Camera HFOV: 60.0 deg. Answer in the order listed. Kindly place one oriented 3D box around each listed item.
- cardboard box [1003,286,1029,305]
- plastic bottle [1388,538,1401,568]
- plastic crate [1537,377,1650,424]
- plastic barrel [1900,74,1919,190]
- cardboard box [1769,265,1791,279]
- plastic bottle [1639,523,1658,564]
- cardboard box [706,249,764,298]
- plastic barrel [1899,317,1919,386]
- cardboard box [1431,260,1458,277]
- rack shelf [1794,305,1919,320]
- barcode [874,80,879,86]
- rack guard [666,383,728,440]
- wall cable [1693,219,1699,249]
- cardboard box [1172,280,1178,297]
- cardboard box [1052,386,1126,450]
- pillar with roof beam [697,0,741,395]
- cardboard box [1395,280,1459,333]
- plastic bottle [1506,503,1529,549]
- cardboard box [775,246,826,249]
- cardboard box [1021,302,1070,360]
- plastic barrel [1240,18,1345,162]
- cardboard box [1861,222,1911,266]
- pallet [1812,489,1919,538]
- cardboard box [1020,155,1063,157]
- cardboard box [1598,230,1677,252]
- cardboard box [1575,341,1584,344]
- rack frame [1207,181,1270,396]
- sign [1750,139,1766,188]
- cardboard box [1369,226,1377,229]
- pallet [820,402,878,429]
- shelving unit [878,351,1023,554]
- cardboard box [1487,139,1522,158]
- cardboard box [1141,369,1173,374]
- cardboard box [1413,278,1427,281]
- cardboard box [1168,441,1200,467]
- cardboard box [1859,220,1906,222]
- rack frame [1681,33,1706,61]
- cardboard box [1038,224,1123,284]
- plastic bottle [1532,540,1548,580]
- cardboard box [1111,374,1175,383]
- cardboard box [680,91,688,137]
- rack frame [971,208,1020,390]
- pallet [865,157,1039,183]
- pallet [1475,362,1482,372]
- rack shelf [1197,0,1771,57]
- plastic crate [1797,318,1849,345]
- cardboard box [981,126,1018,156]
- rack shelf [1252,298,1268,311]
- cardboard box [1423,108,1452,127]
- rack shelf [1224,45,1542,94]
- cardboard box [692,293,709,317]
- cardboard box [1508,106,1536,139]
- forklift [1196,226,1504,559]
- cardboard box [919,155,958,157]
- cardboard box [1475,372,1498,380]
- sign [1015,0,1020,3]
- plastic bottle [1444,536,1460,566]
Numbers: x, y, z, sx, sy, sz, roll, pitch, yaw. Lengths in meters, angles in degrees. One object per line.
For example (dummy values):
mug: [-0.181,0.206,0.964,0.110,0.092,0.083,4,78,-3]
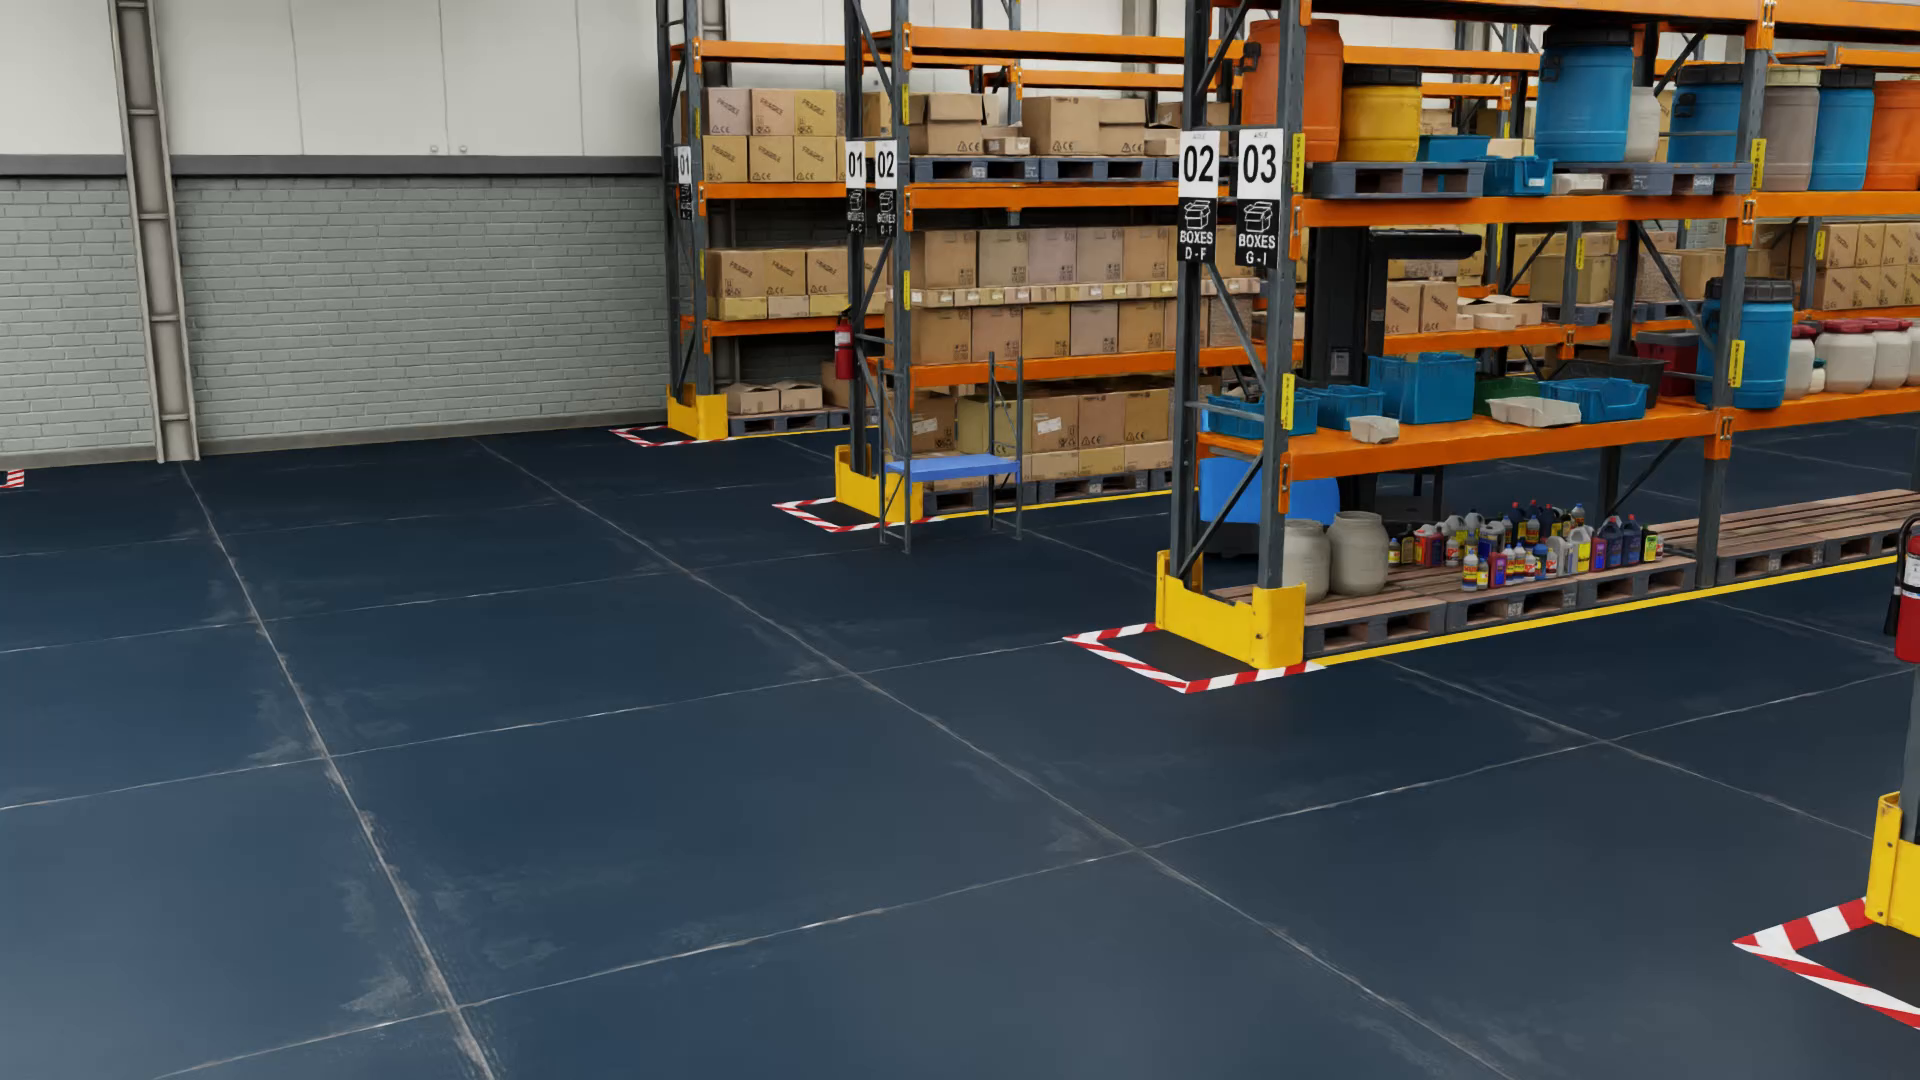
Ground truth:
cardboard box: [0.414,-2.185,14.781,0.250,0.149,0.380,-7,14,-29]
plastic bottle: [3.065,0.088,11.756,0.097,0.201,0.097,0,13,0]
plastic crate: [4.333,-0.964,11.399,0.616,0.251,0.499,-7,14,-28]
plastic barrel: [7.860,-3.289,13.420,0.600,0.901,0.600,0,13,0]
cardboard box: [10.142,-3.153,20.558,0.500,0.500,0.500,-7,14,-27]
plastic bottle: [4.910,0.019,11.876,0.133,0.283,0.061,-6,14,-25]
cardboard box: [-2.520,-2.988,18.644,0.500,0.500,0.500,-7,14,-28]
plastic barrel: [7.515,-1.487,13.130,0.421,0.512,0.421,0,13,0]
cardboard box: [6.722,-4.007,23.632,0.500,0.500,0.500,-7,14,-27]
rack shelf: [11.582,-2.861,21.130,4.000,0.370,1.077,-7,14,-28]
barcode: [-0.999,-5.441,19.797,0.075,0.075,0.001,-7,14,-28]
rack guard: [-3.017,-1.482,19.057,0.348,0.500,1.175,-7,14,-28]
wall cable: [11.631,-5.190,27.523,1.851,1.984,0.084,-7,14,-28]
cardboard box: [1.992,-2.374,15.622,0.250,0.149,0.380,-7,14,-28]
cardboard box: [1.188,-1.140,15.439,0.500,0.500,0.500,-7,14,-28]
pillar with roof beam: [-0.821,-5.031,15.470,0.400,9.000,9.100,-7,14,-28]
cardboard box: [4.850,-2.450,17.437,0.500,0.500,0.500,-8,15,-31]
plastic bottle: [4.101,-0.103,12.265,0.185,0.351,0.144,-8,15,-30]
cardboard box: [-1.873,-3.193,19.553,0.500,0.500,0.500,-7,15,-29]
cardboard box: [0.606,-1.942,15.180,0.500,0.500,0.700,-7,14,-27]
plastic barrel: [2.029,-2.738,10.177,0.708,0.830,0.600,-7,14,-28]
cardboard box: [11.279,-3.642,20.456,0.500,0.500,0.500,-7,15,-30]
pallet: [7.987,-0.192,13.980,1.213,0.211,1.003,-7,14,-28]
cardboard box: [0.946,-4.874,20.417,0.500,0.500,0.500,-5,13,-20]
cardboard box: [10.517,-4.468,25.946,0.700,0.700,0.980,-6,14,-25]
cardboard box: [9.049,-3.106,25.316,0.500,0.500,0.700,-6,14,-27]
rack frame: [2.804,-2.160,16.376,0.127,3.000,1.000,-7,14,-28]
sign: [5.428,-2.566,11.326,0.005,0.325,0.100,-7,14,-28]
cardboard box: [5.369,-4.213,22.839,0.500,0.250,0.500,-7,14,-27]
pallet: [-1.217,-1.547,20.004,1.213,0.211,1.003,-7,14,-28]
shelving unit: [-0.075,-0.723,13.405,1.048,1.500,0.538,-7,14,-28]
cardboard box: [5.493,-4.059,17.366,0.500,0.250,0.500,-6,14,-26]
cardboard box: [2.401,-2.355,21.934,0.500,0.500,0.700,-7,14,-28]
cardboard box: [6.379,-3.652,23.529,0.250,0.149,0.380,-7,14,-28]
cardboard box: [2.058,-0.882,16.003,0.500,0.250,0.500,-7,14,-28]
cardboard box: [11.925,-3.855,21.403,0.500,0.500,0.500,-7,14,-27]
rack frame: [10.960,-7.304,25.567,0.127,3.000,1.000,-7,14,-28]
cardboard box: [1.096,-2.636,15.306,0.500,0.500,0.700,-7,14,-28]
plastic bottle: [3.971,0.133,11.397,0.097,0.271,0.097,0,13,0]
cardboard box: [1.812,-1.347,16.361,0.500,0.500,0.500,-7,14,-28]
cardboard box: [-2.830,-4.799,18.720,0.500,0.500,0.500,-6,14,-25]
rack frame: [0.427,-3.115,20.617,0.127,3.000,1.000,-7,14,-28]
pallet: [-0.074,-3.229,14.495,1.213,0.211,1.003,-7,14,-28]
pallet: [6.808,-2.500,24.237,1.213,0.211,1.003,-7,14,-28]
rack shelf: [3.419,-3.376,10.662,4.000,0.370,1.077,-7,14,-28]
plastic crate: [7.120,-1.546,13.502,0.583,0.464,0.402,-7,14,-28]
cardboard box: [0.178,-3.575,14.896,0.500,0.250,0.500,-7,14,-28]
rack shelf: [2.183,-2.974,21.630,4.000,0.370,1.077,-7,14,-28]
cardboard box: [6.614,-5.982,23.586,0.500,0.250,0.500,-6,14,-24]
rack shelf: [4.560,-4.751,16.775,4.000,0.370,1.077,-7,14,-28]
cardboard box: [-2.766,-2.717,19.146,0.500,0.250,0.500,-7,14,-27]
cardboard box: [8.209,-5.987,23.997,0.500,0.500,0.500,-7,14,-28]
forklift: [3.407,-1.338,12.879,3.031,2.935,1.130,2,13,7]
cardboard box: [-0.347,-4.485,19.601,0.500,0.500,0.500,-8,15,-33]
cardboard box: [5.715,-1.720,18.447,0.500,0.311,0.500,-6,14,-26]
sign: [0.671,-6.429,19.373,0.005,0.325,0.100,-7,14,-28]
plastic bottle: [3.498,0.075,11.817,0.097,0.201,0.097,0,13,0]
